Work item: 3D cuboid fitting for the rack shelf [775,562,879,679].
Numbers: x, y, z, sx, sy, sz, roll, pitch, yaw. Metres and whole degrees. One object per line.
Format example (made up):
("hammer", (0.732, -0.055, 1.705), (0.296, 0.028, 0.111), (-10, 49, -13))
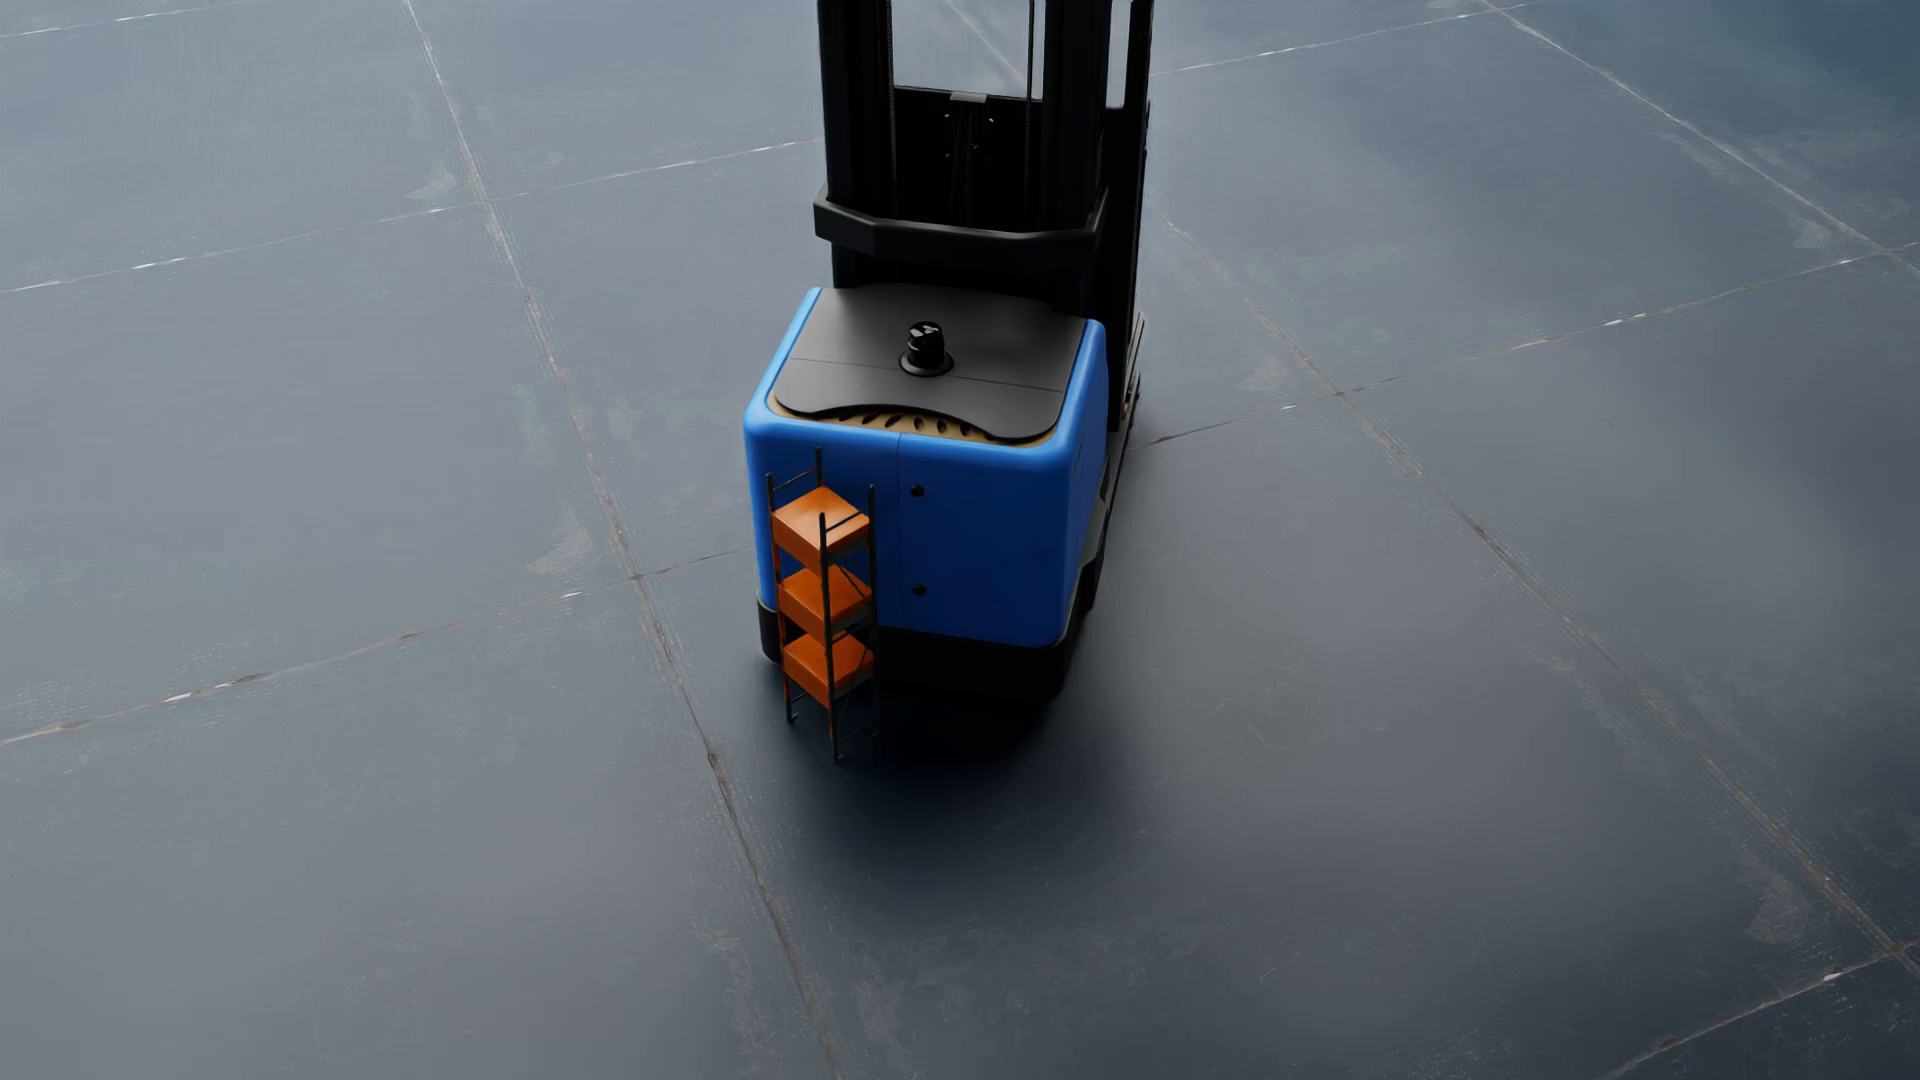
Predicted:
("rack shelf", (-0.414, 0.230, 5.190), (0.215, 0.259, 0.240), (-31, 50, -31))

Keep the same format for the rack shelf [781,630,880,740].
("rack shelf", (-0.417, 0.441, 5.372), (0.215, 0.259, 0.240), (-31, 50, -31))

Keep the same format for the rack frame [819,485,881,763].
("rack frame", (-0.331, 0.282, 5.116), (0.200, 1.050, 0.008), (-31, 50, -31))

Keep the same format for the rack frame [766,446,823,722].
("rack frame", (-0.496, 0.163, 5.251), (0.200, 1.050, 0.008), (-31, 50, -31))

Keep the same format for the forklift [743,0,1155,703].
("forklift", (0.127, -1.541, 5.794), (1.130, 2.935, 3.031), (8, 41, 9))

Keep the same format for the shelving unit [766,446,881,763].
("shelving unit", (-0.414, 0.222, 5.183), (0.215, 1.050, 0.252), (-31, 50, -31))

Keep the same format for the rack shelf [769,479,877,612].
("rack shelf", (-0.411, 0.016, 5.005), (0.215, 0.259, 0.240), (-31, 50, -31))
